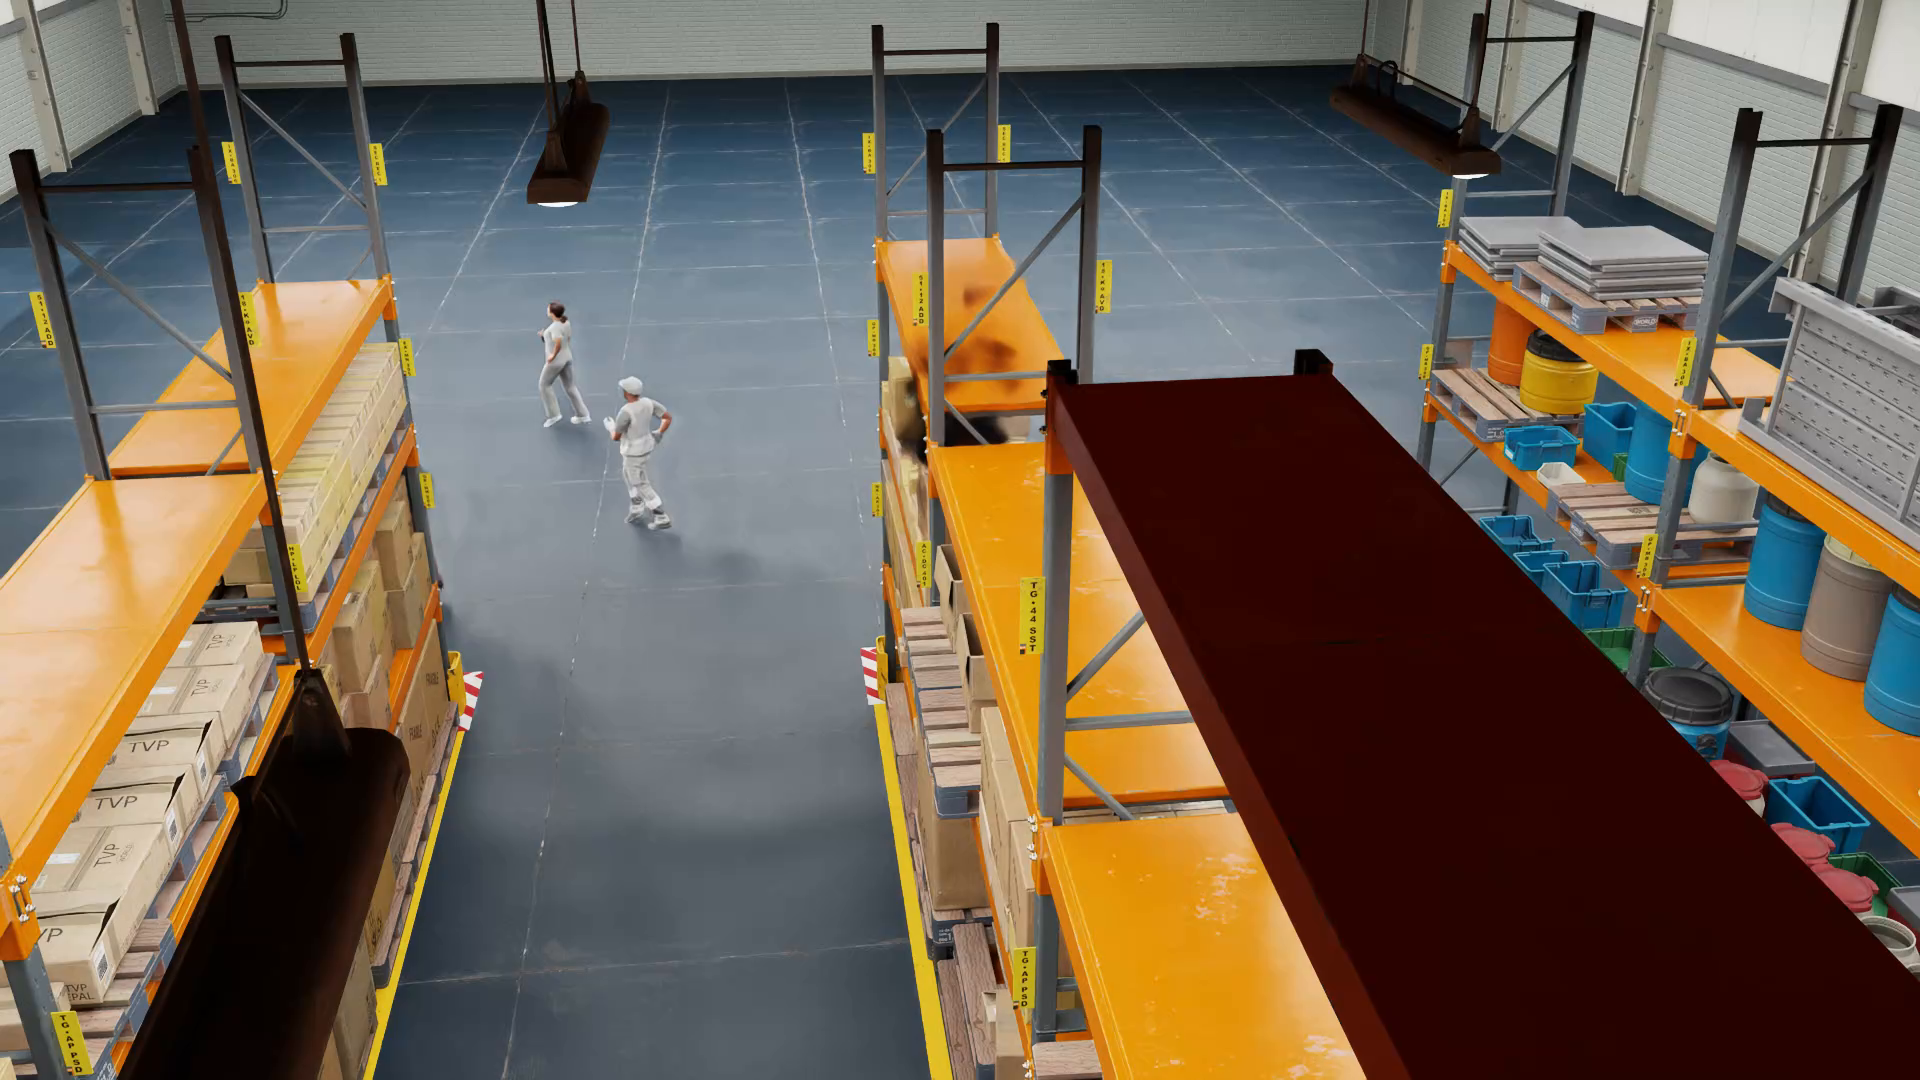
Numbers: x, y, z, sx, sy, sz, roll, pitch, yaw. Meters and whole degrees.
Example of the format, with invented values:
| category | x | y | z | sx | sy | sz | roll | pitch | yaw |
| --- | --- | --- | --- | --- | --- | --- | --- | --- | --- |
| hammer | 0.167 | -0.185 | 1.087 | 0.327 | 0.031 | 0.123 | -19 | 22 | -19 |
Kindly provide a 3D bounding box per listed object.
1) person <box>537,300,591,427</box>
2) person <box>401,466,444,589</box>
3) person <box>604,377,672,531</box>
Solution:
| category | x | y | z | sx | sy | sz | roll | pitch | yaw |
| --- | --- | --- | --- | --- | --- | --- | --- | --- | --- |
| person | -5.098 | -2.226 | 21.231 | 0.715 | 1.723 | 0.547 | 12 | 28 | 24 |
| person | -5.700 | -0.239 | 16.946 | 0.951 | 1.727 | 0.646 | 20 | 32 | 36 |
| person | -3.549 | -0.937 | 18.384 | 0.793 | 1.846 | 0.646 | 11 | 28 | 22 |
